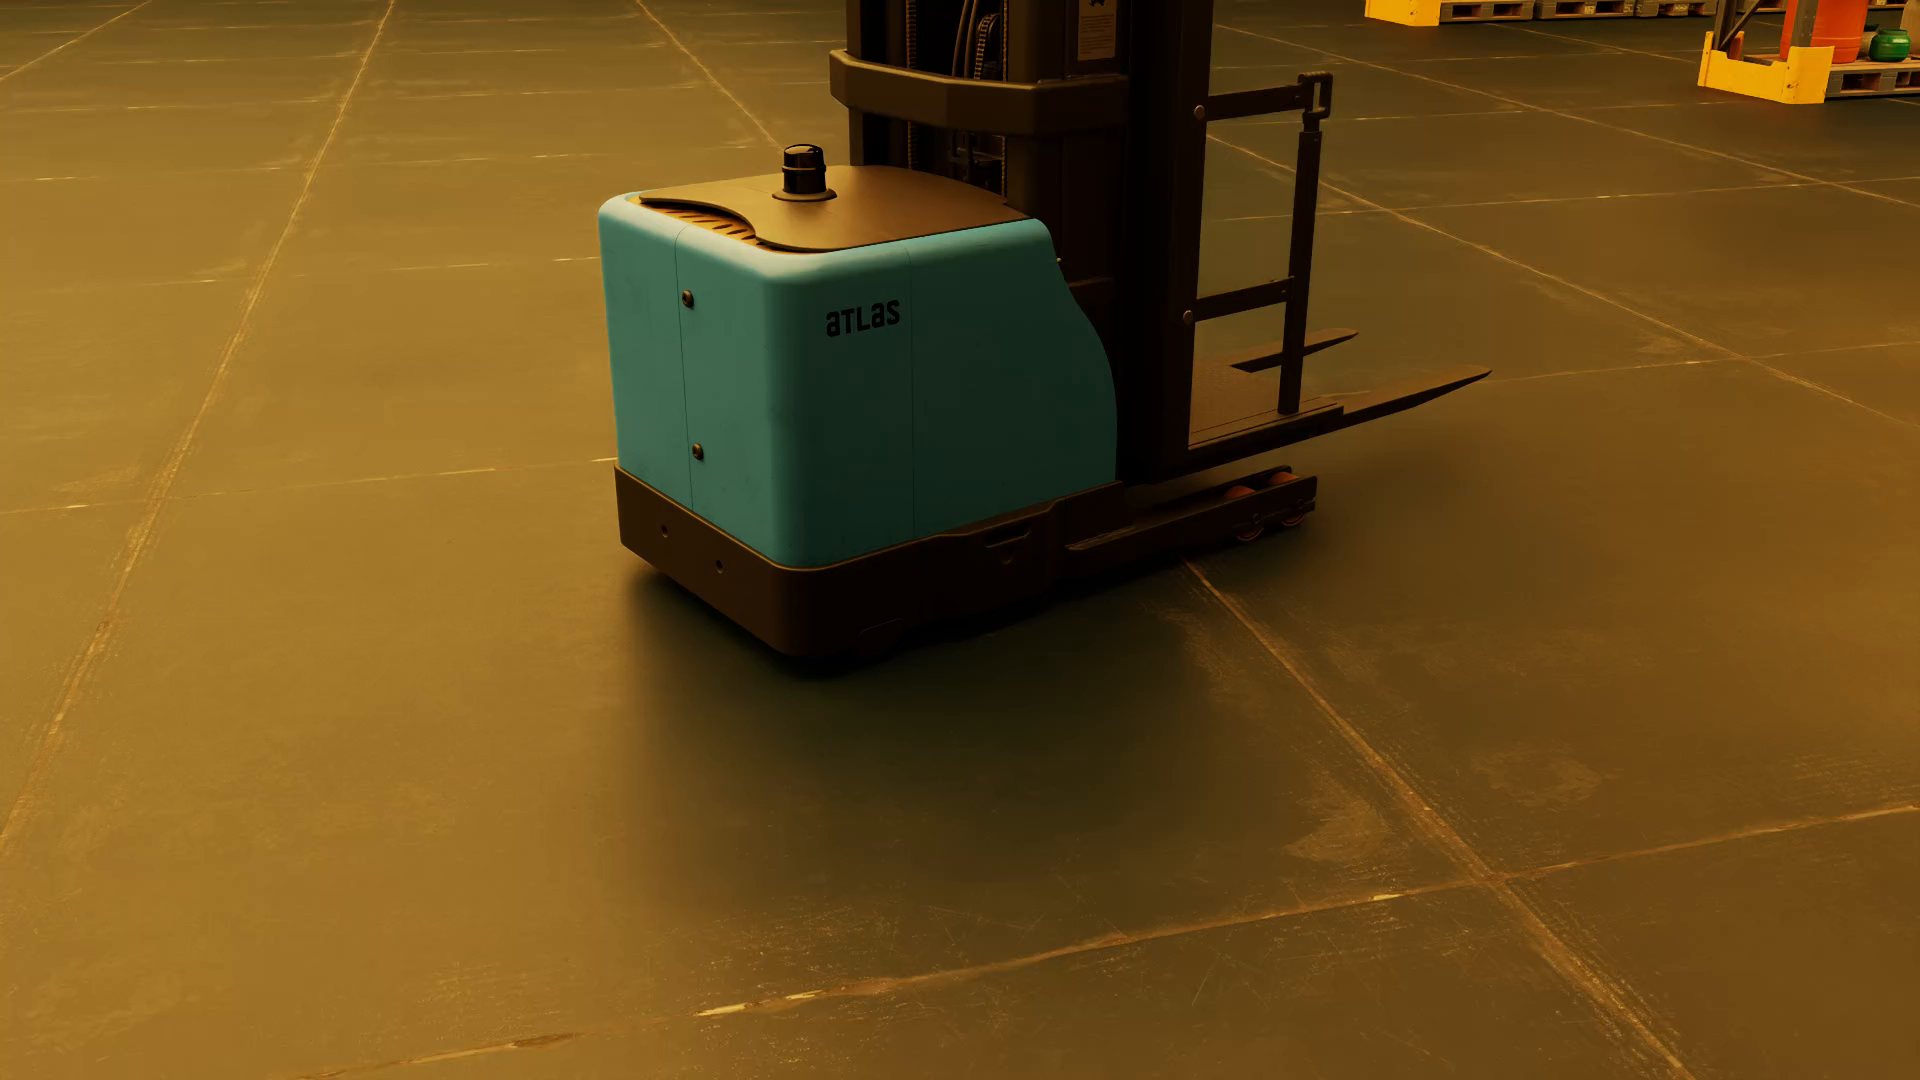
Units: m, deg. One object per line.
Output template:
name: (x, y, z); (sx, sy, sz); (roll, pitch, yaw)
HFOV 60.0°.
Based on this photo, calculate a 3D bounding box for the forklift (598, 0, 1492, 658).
forklift: (0.484, -1.493, 4.818); (3.031, 2.935, 1.130); (-17, 28, -34)
